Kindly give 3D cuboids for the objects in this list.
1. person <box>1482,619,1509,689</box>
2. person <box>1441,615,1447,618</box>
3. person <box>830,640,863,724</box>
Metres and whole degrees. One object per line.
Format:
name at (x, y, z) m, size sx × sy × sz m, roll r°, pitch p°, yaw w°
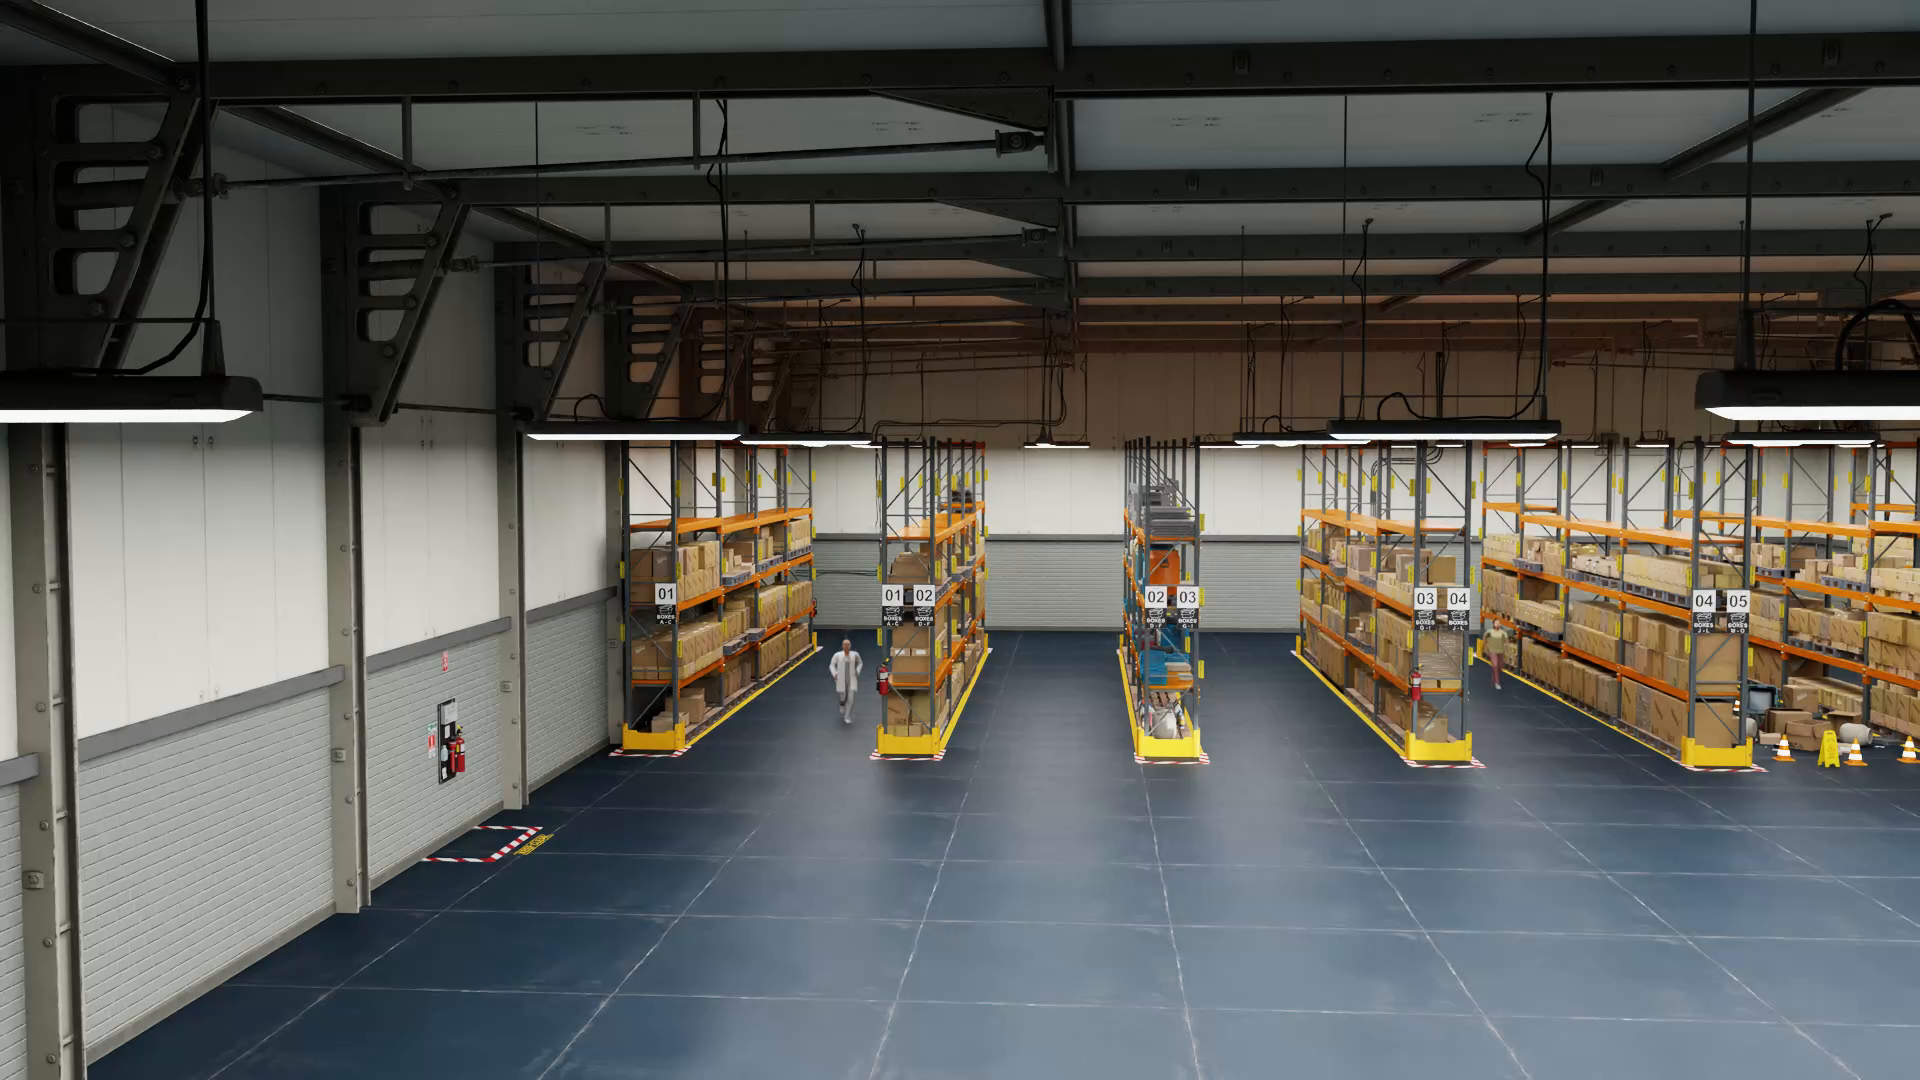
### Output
person at (12.939, 2.718, 40.101) m, size 0.574 × 1.655 × 0.969 m, roll 0°, pitch 3°, yaw 2°
person at (13.022, 2.504, 44.445) m, size 0.586 × 1.683 × 0.666 m, roll 0°, pitch 3°, yaw 6°
person at (-2.395, 2.976, 35.179) m, size 0.710 × 1.744 × 0.770 m, roll -1°, pitch 3°, yaw -9°
